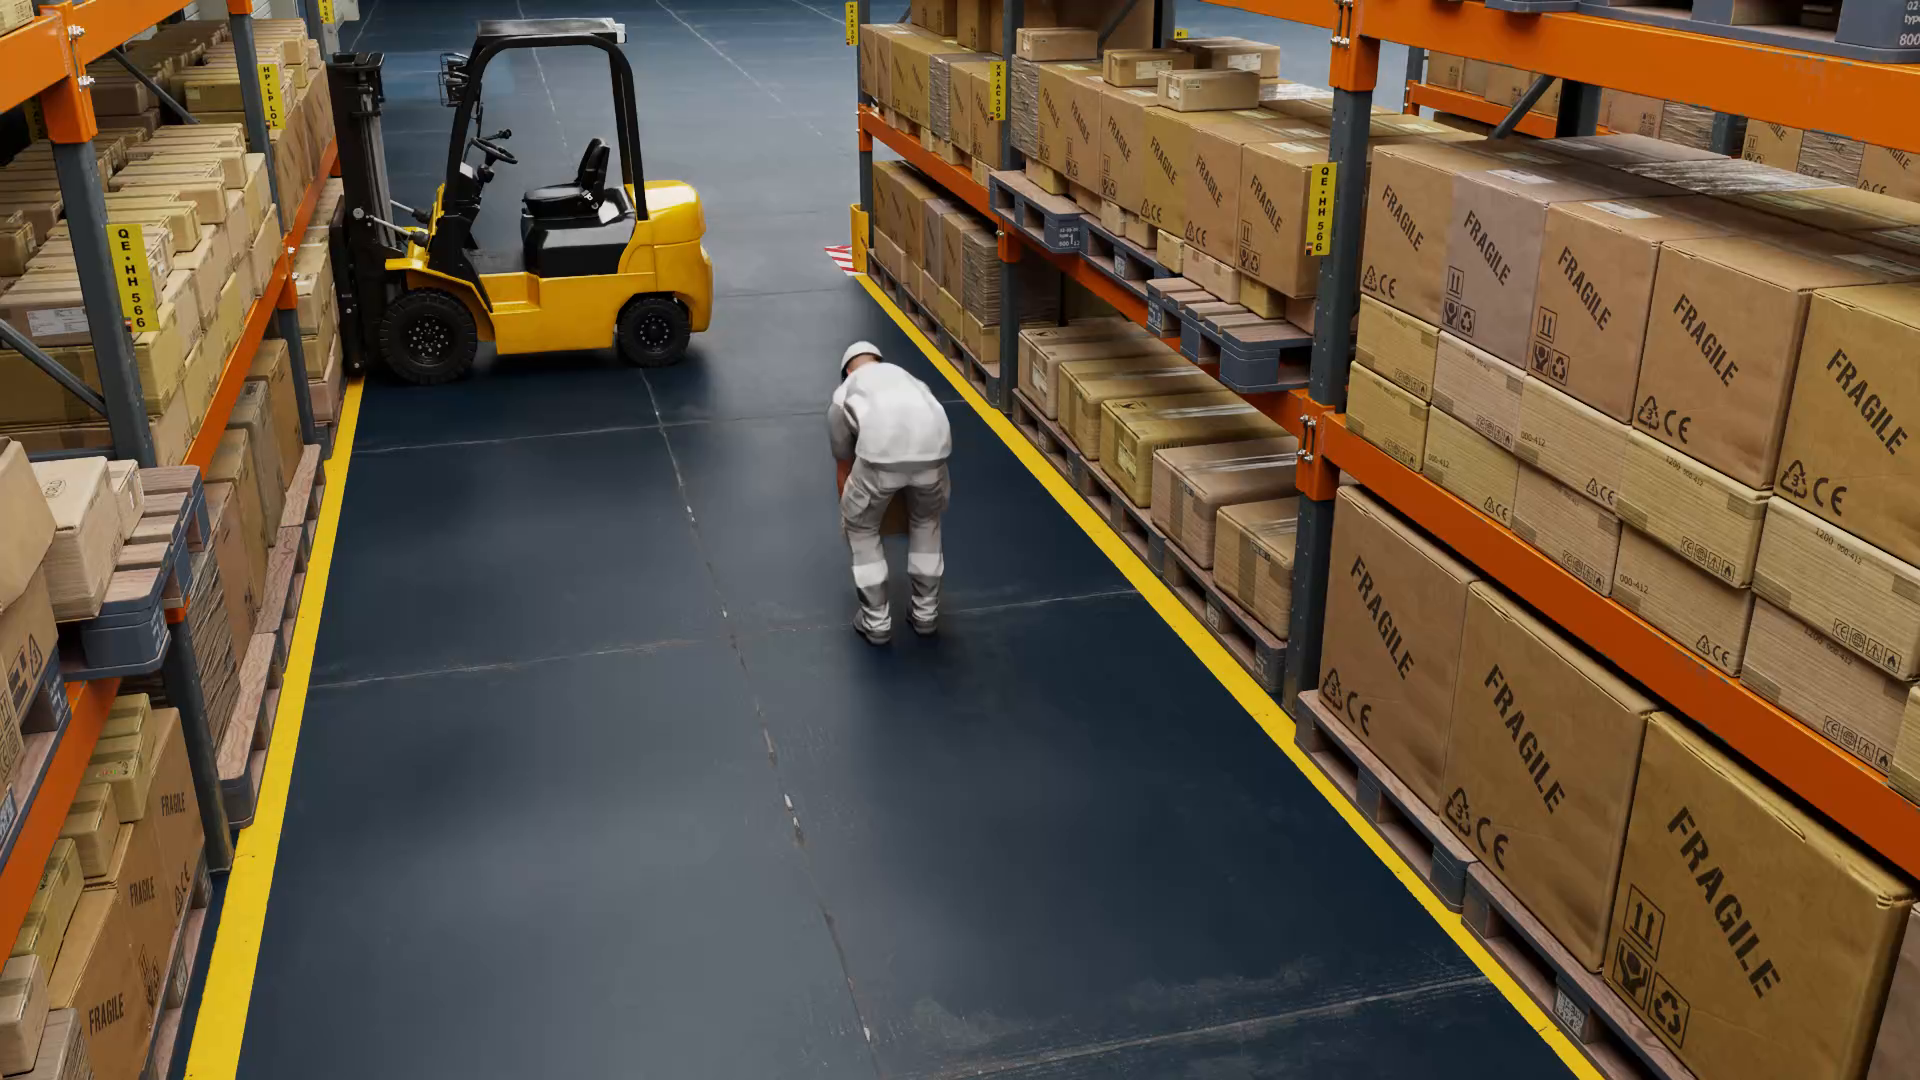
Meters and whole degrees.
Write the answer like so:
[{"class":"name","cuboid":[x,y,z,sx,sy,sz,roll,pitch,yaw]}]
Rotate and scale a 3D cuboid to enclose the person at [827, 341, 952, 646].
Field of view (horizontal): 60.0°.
[{"class":"person","cuboid":[-0.335,-0.218,7.384,0.492,1.166,0.958,-7,24,-16]}]
